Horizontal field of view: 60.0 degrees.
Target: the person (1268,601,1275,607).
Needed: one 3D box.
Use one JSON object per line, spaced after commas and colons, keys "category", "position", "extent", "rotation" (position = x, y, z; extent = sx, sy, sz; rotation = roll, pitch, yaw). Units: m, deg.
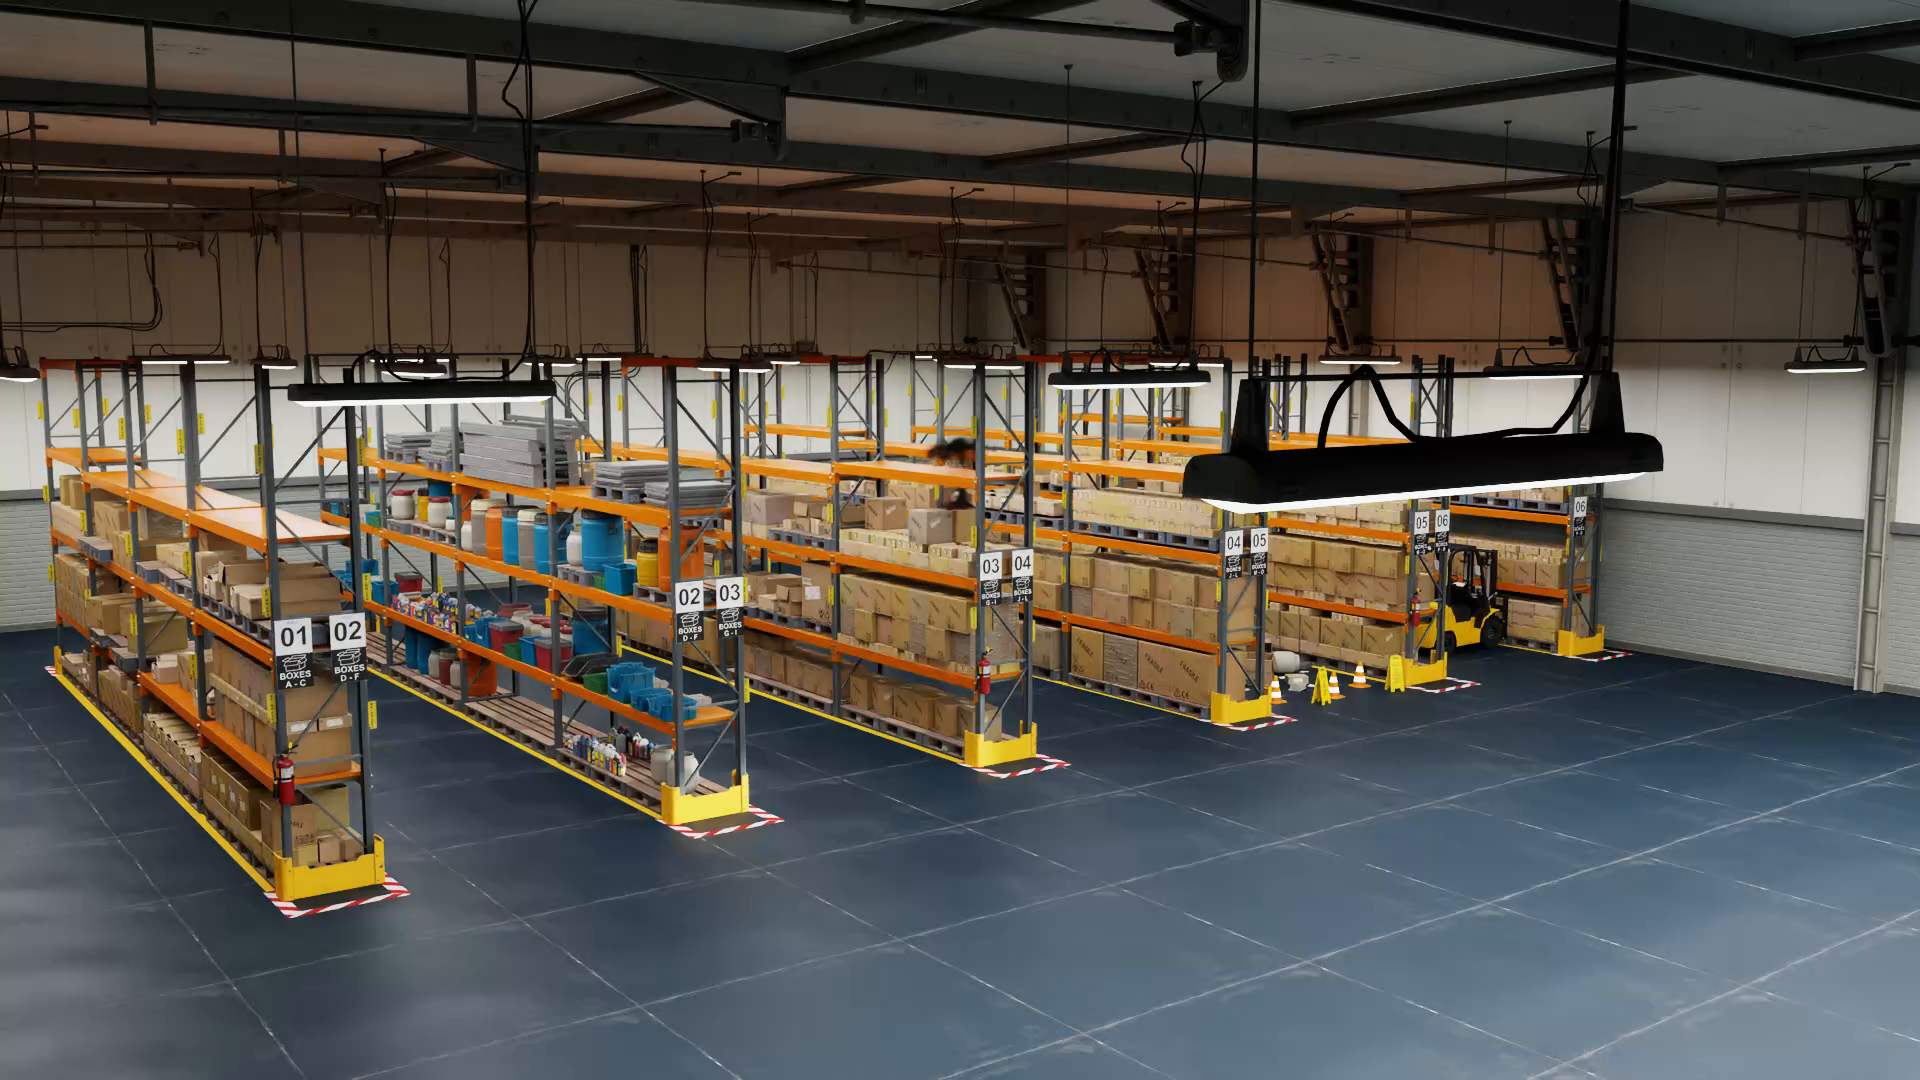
{"category": "person", "position": [6.932, 1.183, 36.003], "extent": [0.667, 1.707, 1.000], "rotation": [-7, 9, -44]}
